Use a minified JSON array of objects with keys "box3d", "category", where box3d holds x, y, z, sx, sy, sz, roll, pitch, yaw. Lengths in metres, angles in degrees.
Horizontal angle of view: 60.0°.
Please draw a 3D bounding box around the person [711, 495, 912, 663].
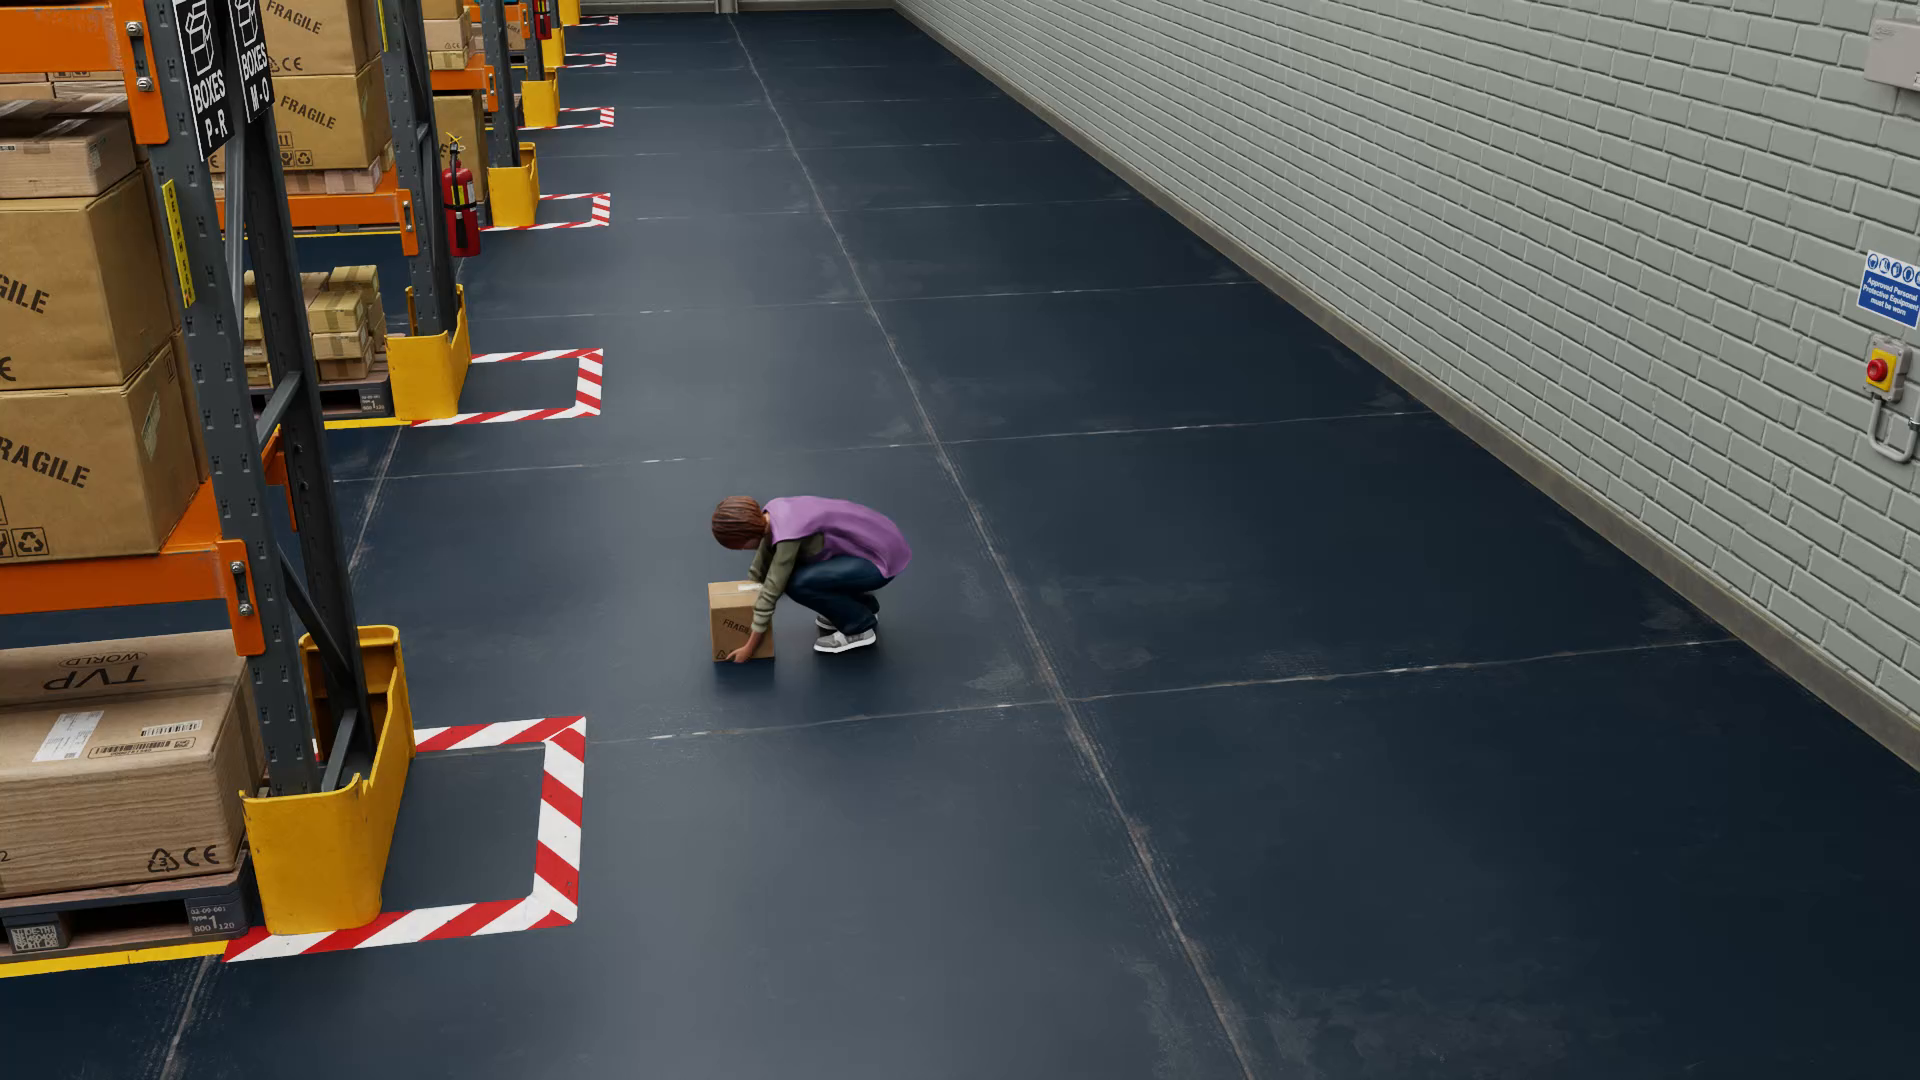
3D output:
[{"box3d":[-0.614,0.143,6.998,0.832,0.767,0.430,-5,24,-10],"category":"person"}]
